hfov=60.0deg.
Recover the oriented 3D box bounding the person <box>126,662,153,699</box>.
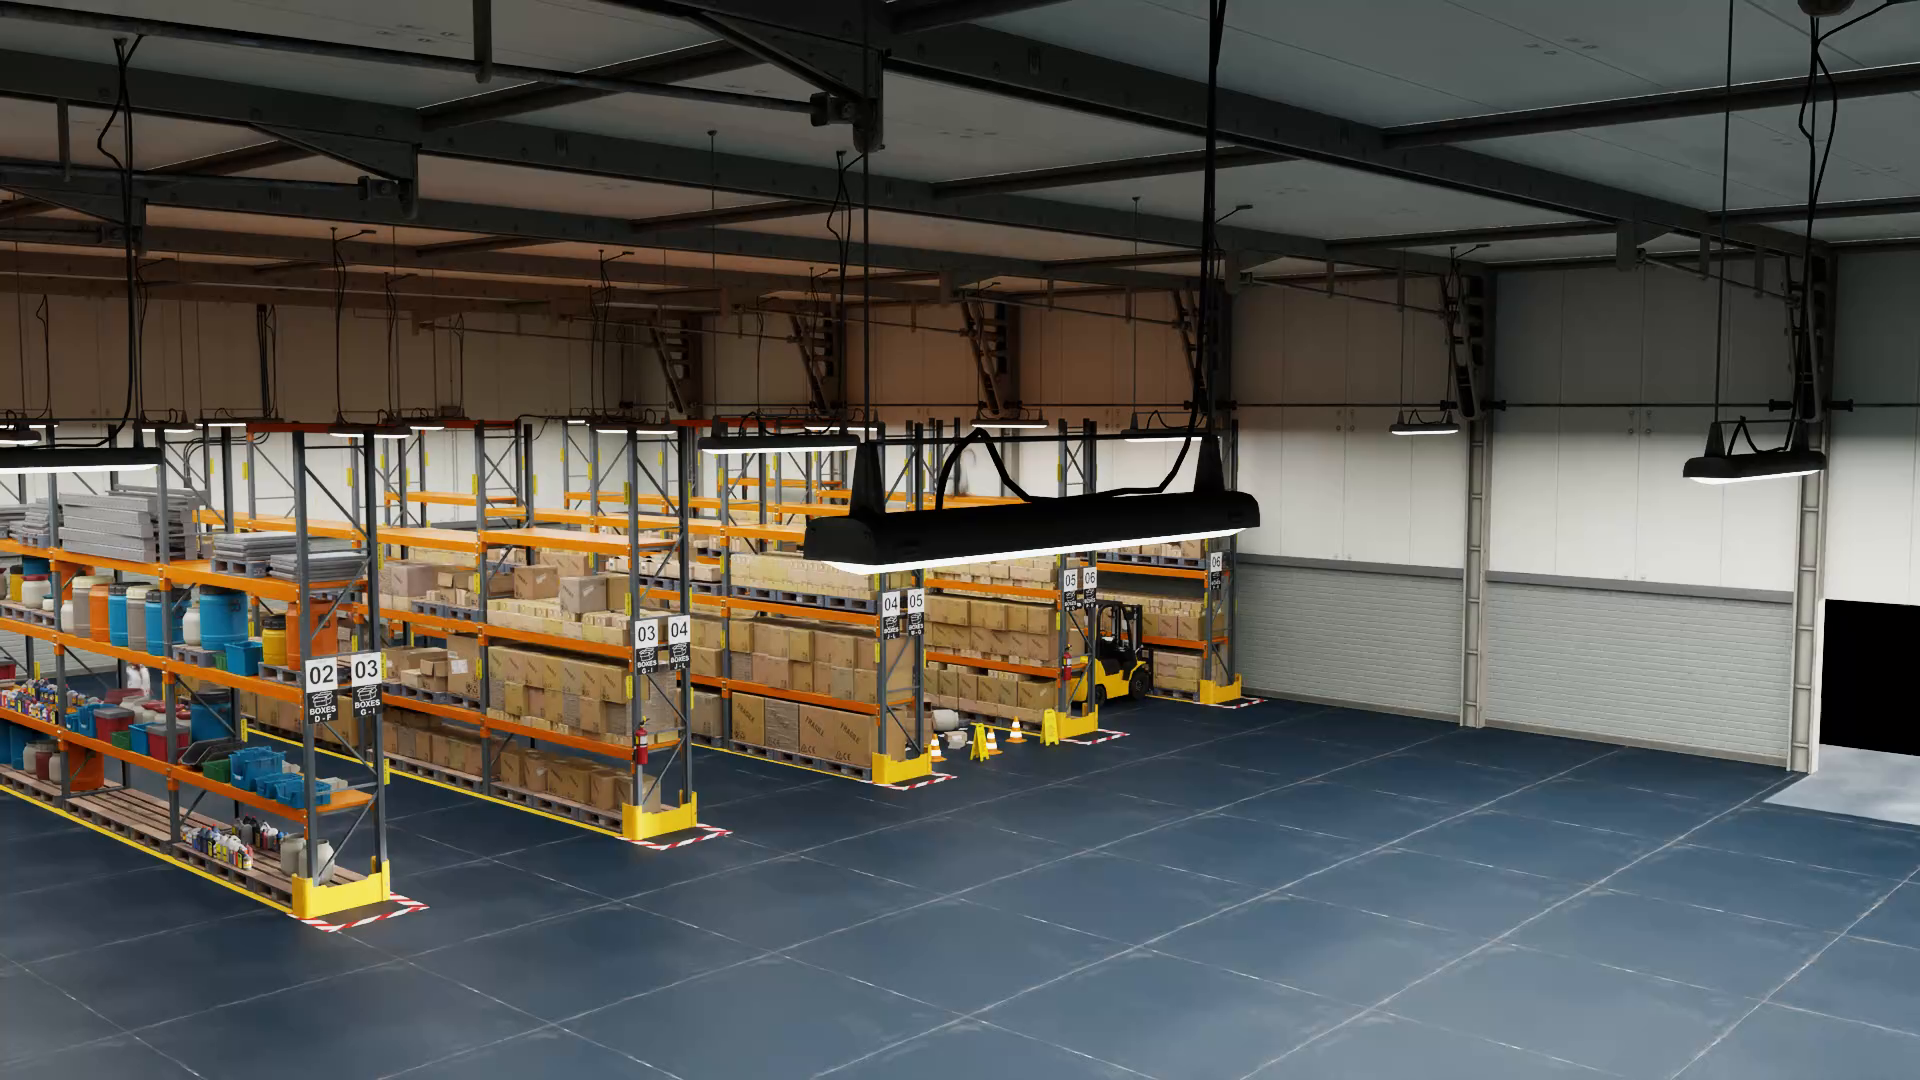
[{"bbox_3d":[-15.293,2.919,31.004,0.768,1.758,0.626,3,6,37],"label":"person"}]

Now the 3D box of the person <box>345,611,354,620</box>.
[{"bbox_3d":[-14.208,2.392,38.664,0.523,1.569,0.569,-1,5,-16],"label":"person"}]
